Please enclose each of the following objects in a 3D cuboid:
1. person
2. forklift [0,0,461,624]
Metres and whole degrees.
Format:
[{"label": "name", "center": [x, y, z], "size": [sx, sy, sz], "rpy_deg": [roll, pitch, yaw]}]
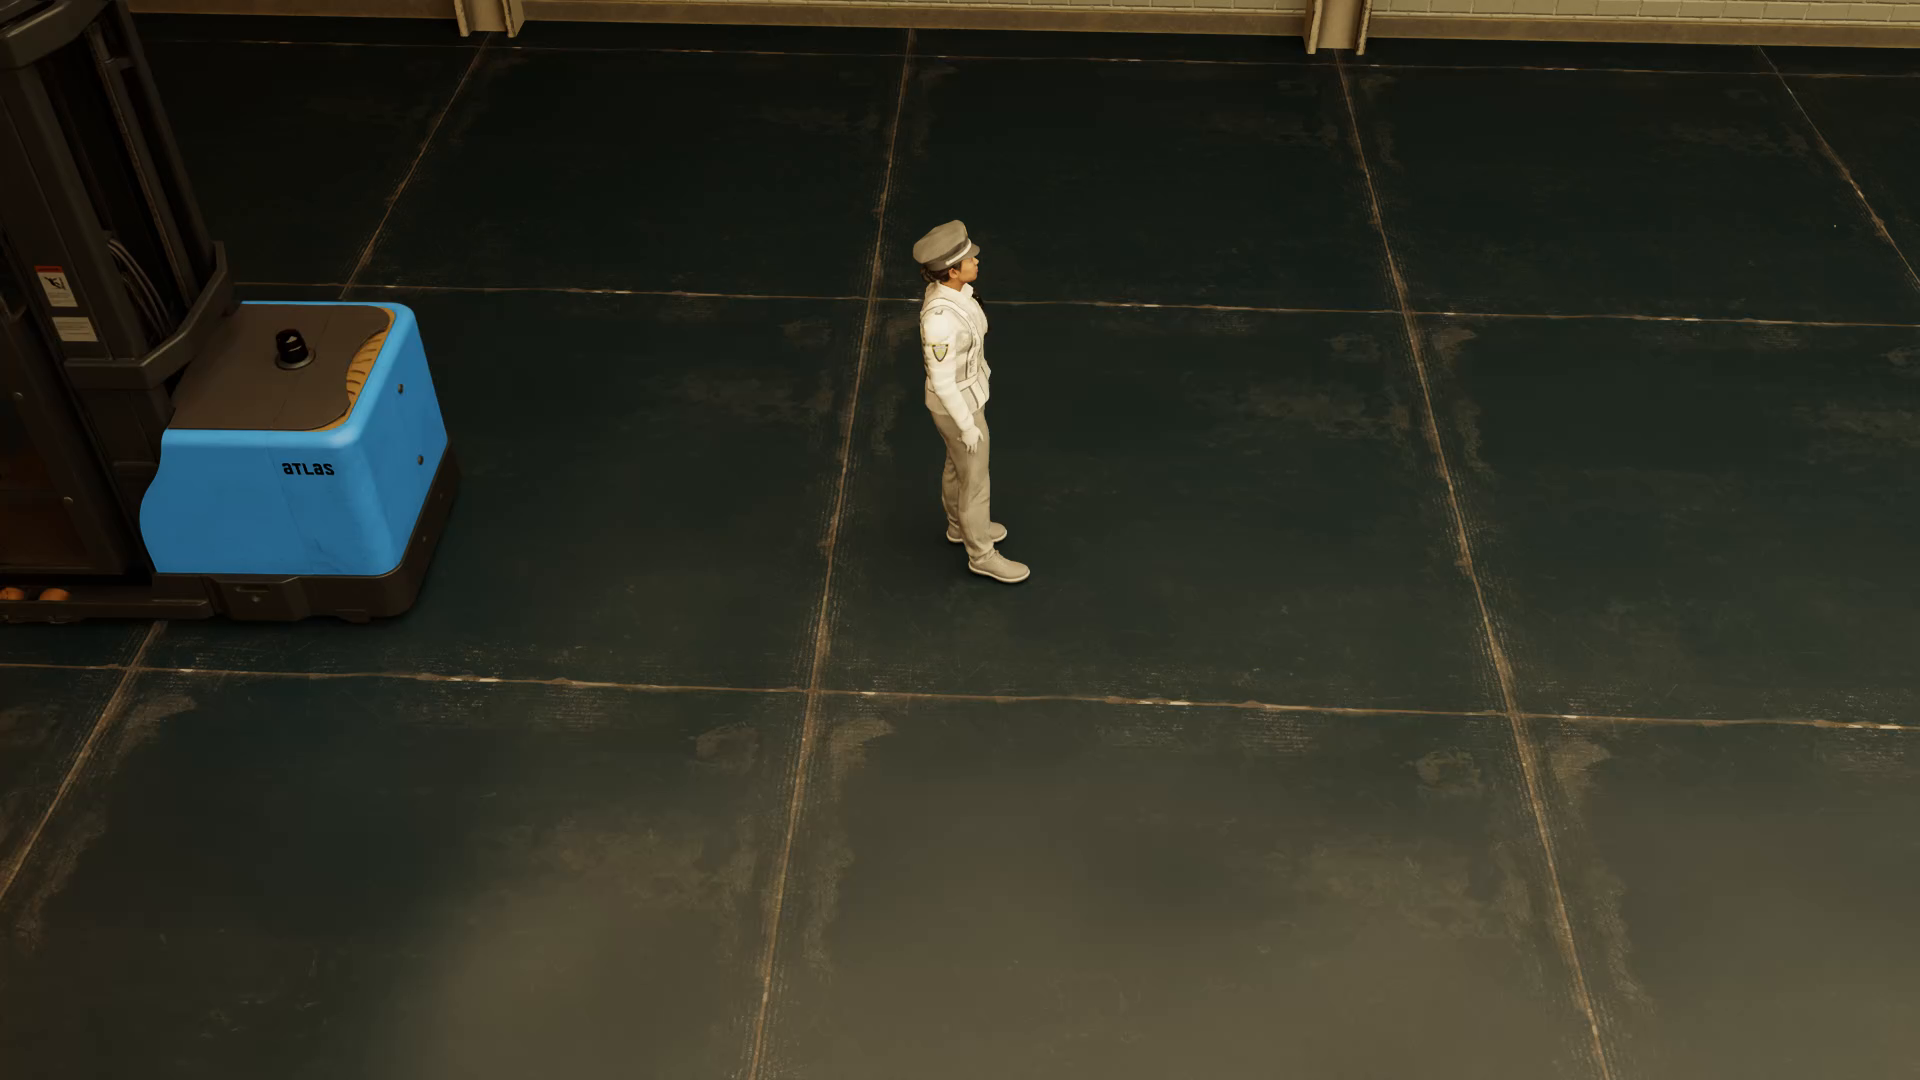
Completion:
[{"label": "person", "center": [0.068, -0.625, 7.333], "size": [0.531, 1.695, 0.588], "rpy_deg": [2, 42, 2]}, {"label": "forklift", "center": [-3.965, -1.061, 6.904], "size": [3.031, 2.935, 1.130], "rpy_deg": [1, 42, 1]}]
